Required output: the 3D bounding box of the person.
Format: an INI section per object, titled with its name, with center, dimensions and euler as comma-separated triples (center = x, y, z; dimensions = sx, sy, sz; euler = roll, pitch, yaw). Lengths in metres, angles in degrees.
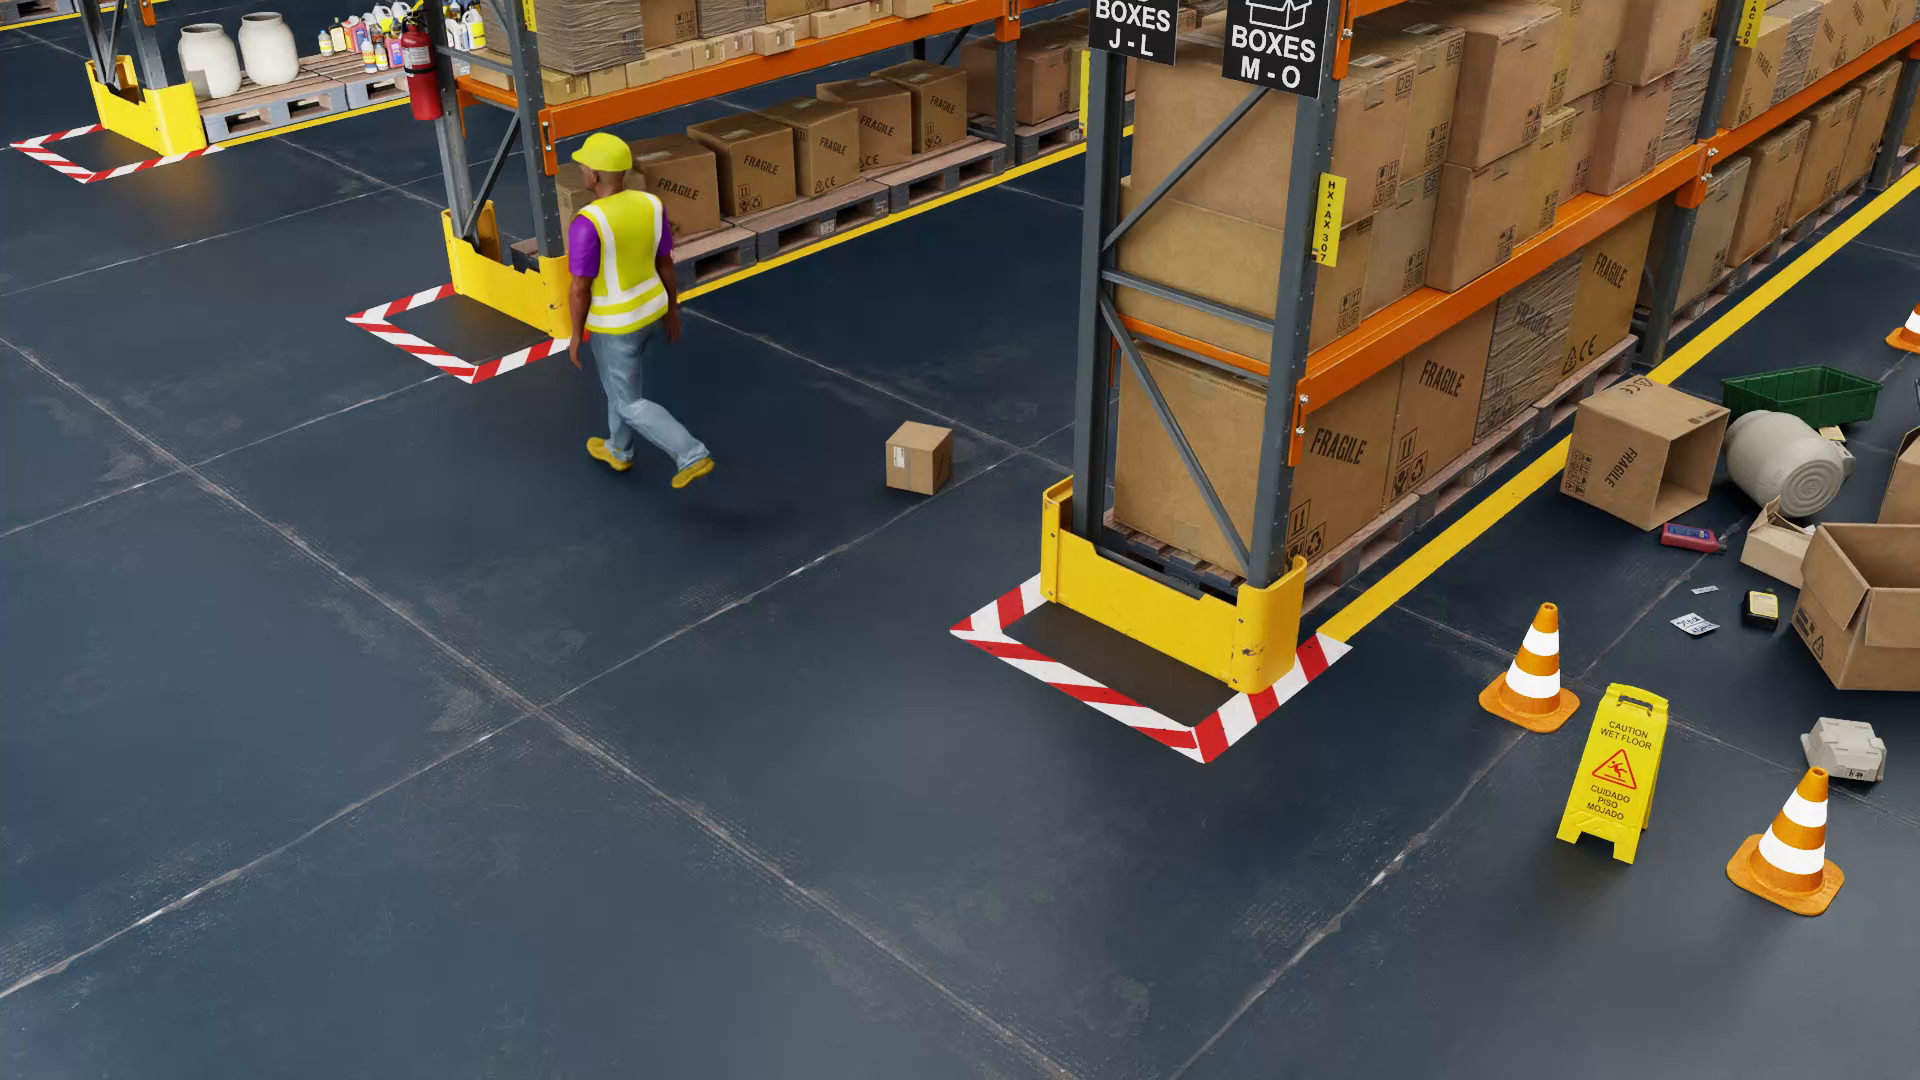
[person]
center = -1.547, -1.030, 7.813
dimensions = 0.937, 1.738, 0.584
euler = 18, 35, 27
